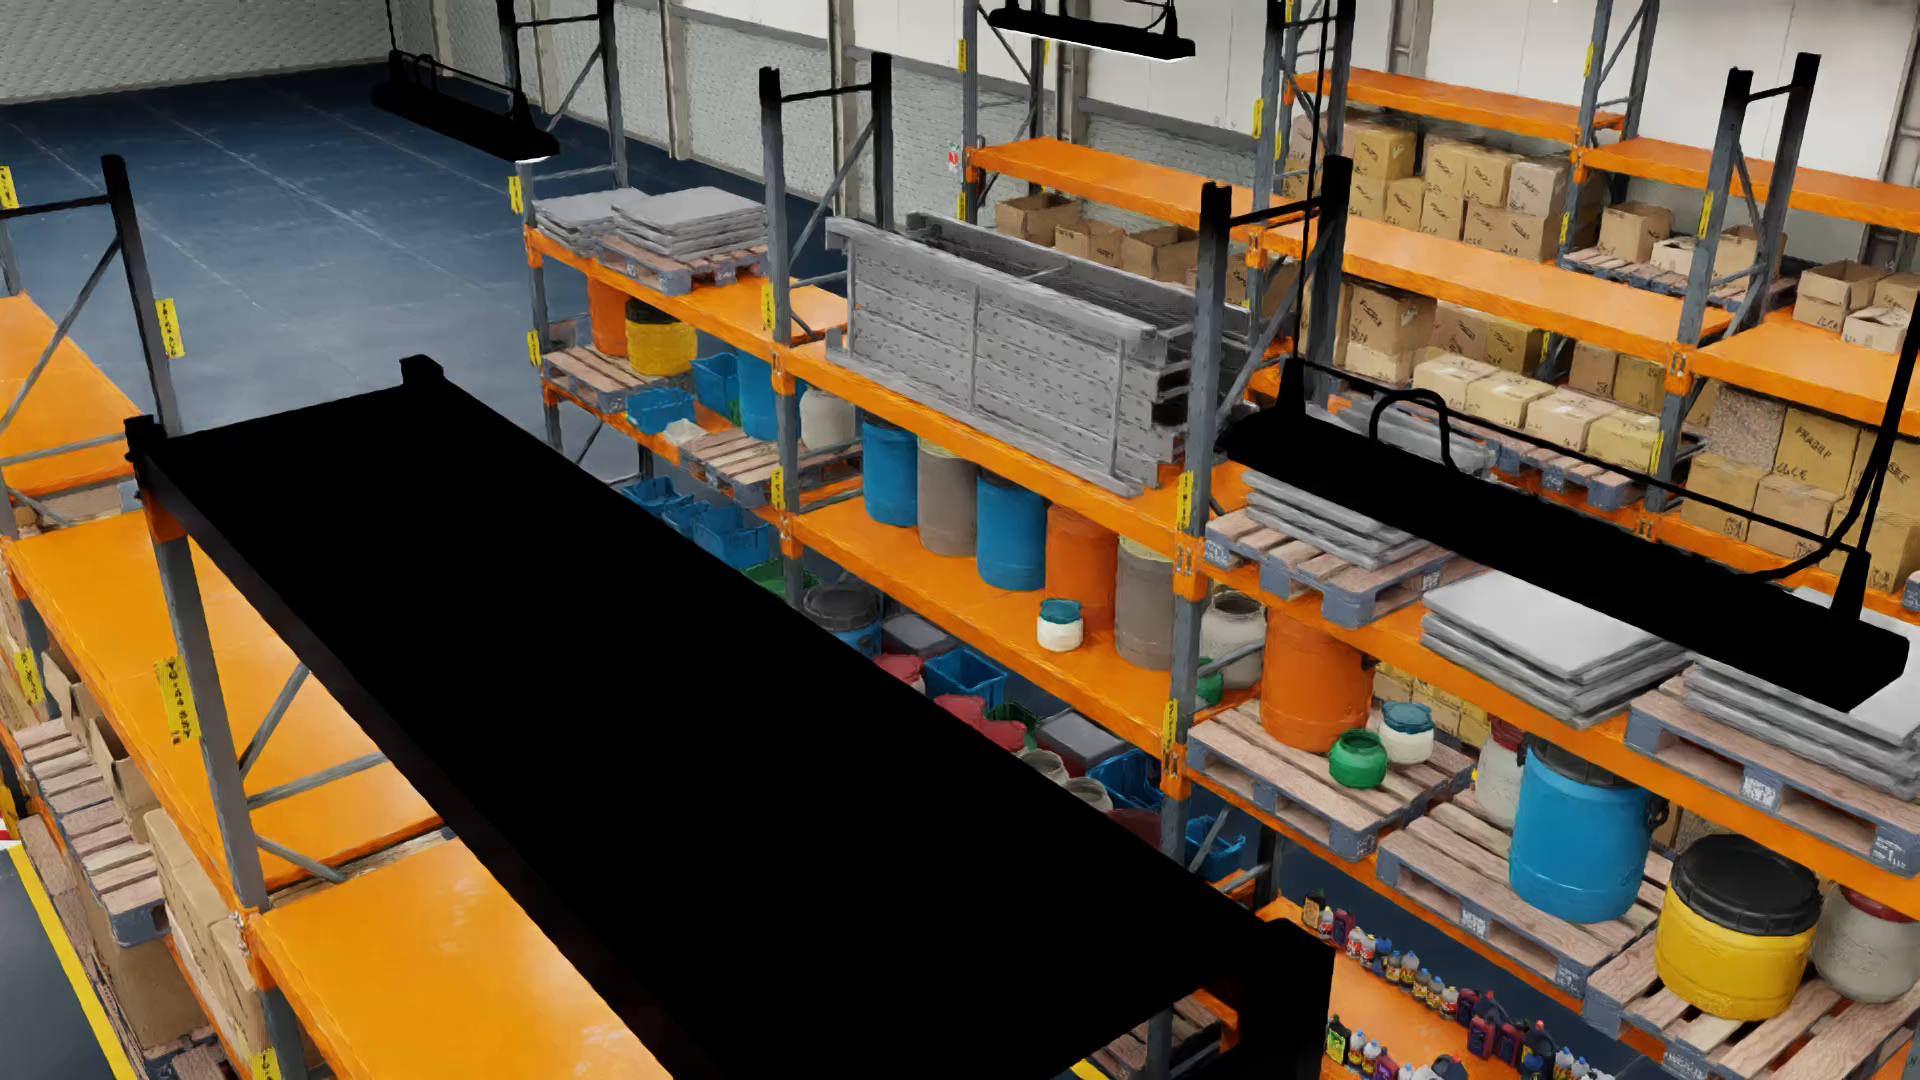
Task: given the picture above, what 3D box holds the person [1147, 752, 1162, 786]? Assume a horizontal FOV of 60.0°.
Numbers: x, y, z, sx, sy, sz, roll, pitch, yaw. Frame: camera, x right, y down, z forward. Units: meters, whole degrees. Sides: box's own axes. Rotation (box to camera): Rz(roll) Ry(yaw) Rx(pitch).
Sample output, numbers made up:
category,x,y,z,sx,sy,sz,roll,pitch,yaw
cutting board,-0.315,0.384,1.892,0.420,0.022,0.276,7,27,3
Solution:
category,x,y,z,sx,sy,sz,roll,pitch,yaw
person,1.698,1.257,13.862,0.625,1.596,0.517,-20,32,-36
